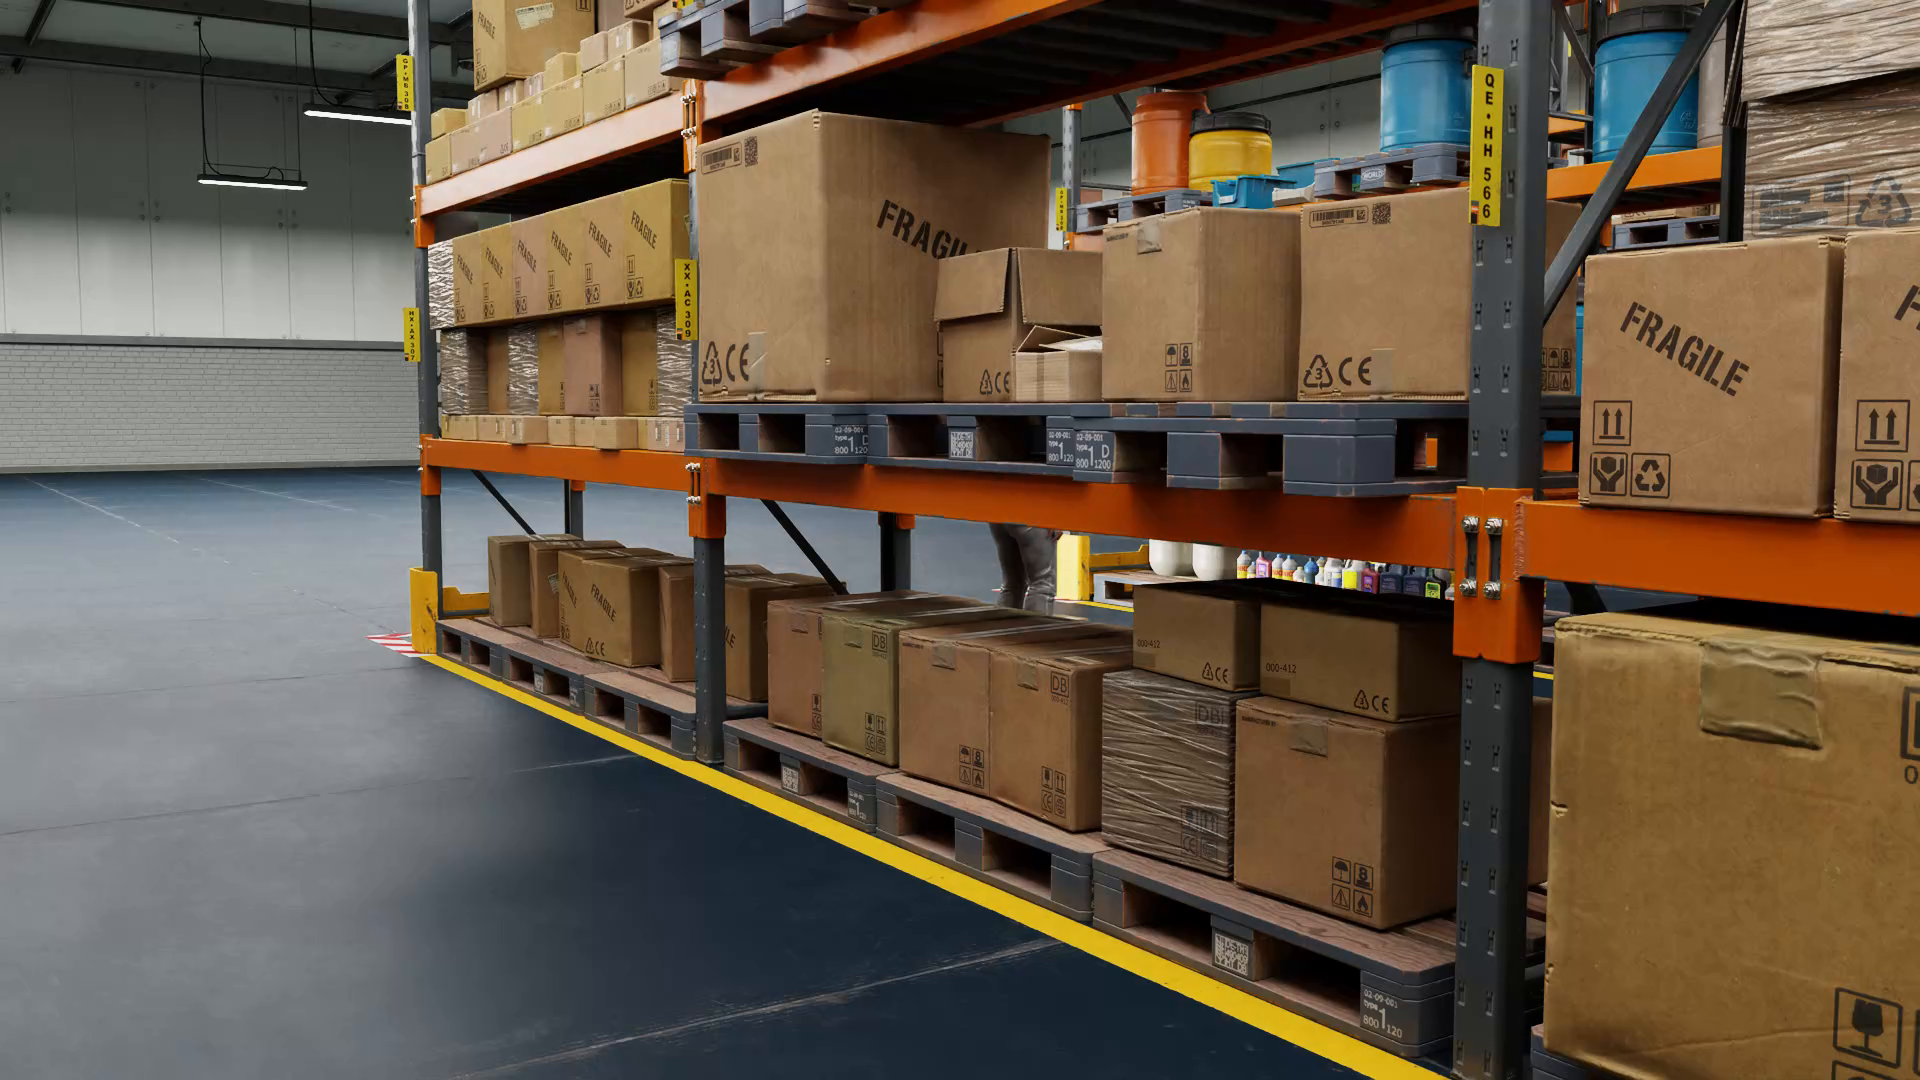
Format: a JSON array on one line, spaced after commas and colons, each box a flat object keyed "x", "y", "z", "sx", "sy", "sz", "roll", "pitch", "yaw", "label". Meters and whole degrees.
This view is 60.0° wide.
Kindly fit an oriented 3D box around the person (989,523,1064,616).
[{"x": 0.373, "y": -0.161, "z": 9.632, "sx": 0.459, "sy": 1.773, "sz": 0.590, "roll": -3, "pitch": 6, "yaw": -36, "label": "person"}]
